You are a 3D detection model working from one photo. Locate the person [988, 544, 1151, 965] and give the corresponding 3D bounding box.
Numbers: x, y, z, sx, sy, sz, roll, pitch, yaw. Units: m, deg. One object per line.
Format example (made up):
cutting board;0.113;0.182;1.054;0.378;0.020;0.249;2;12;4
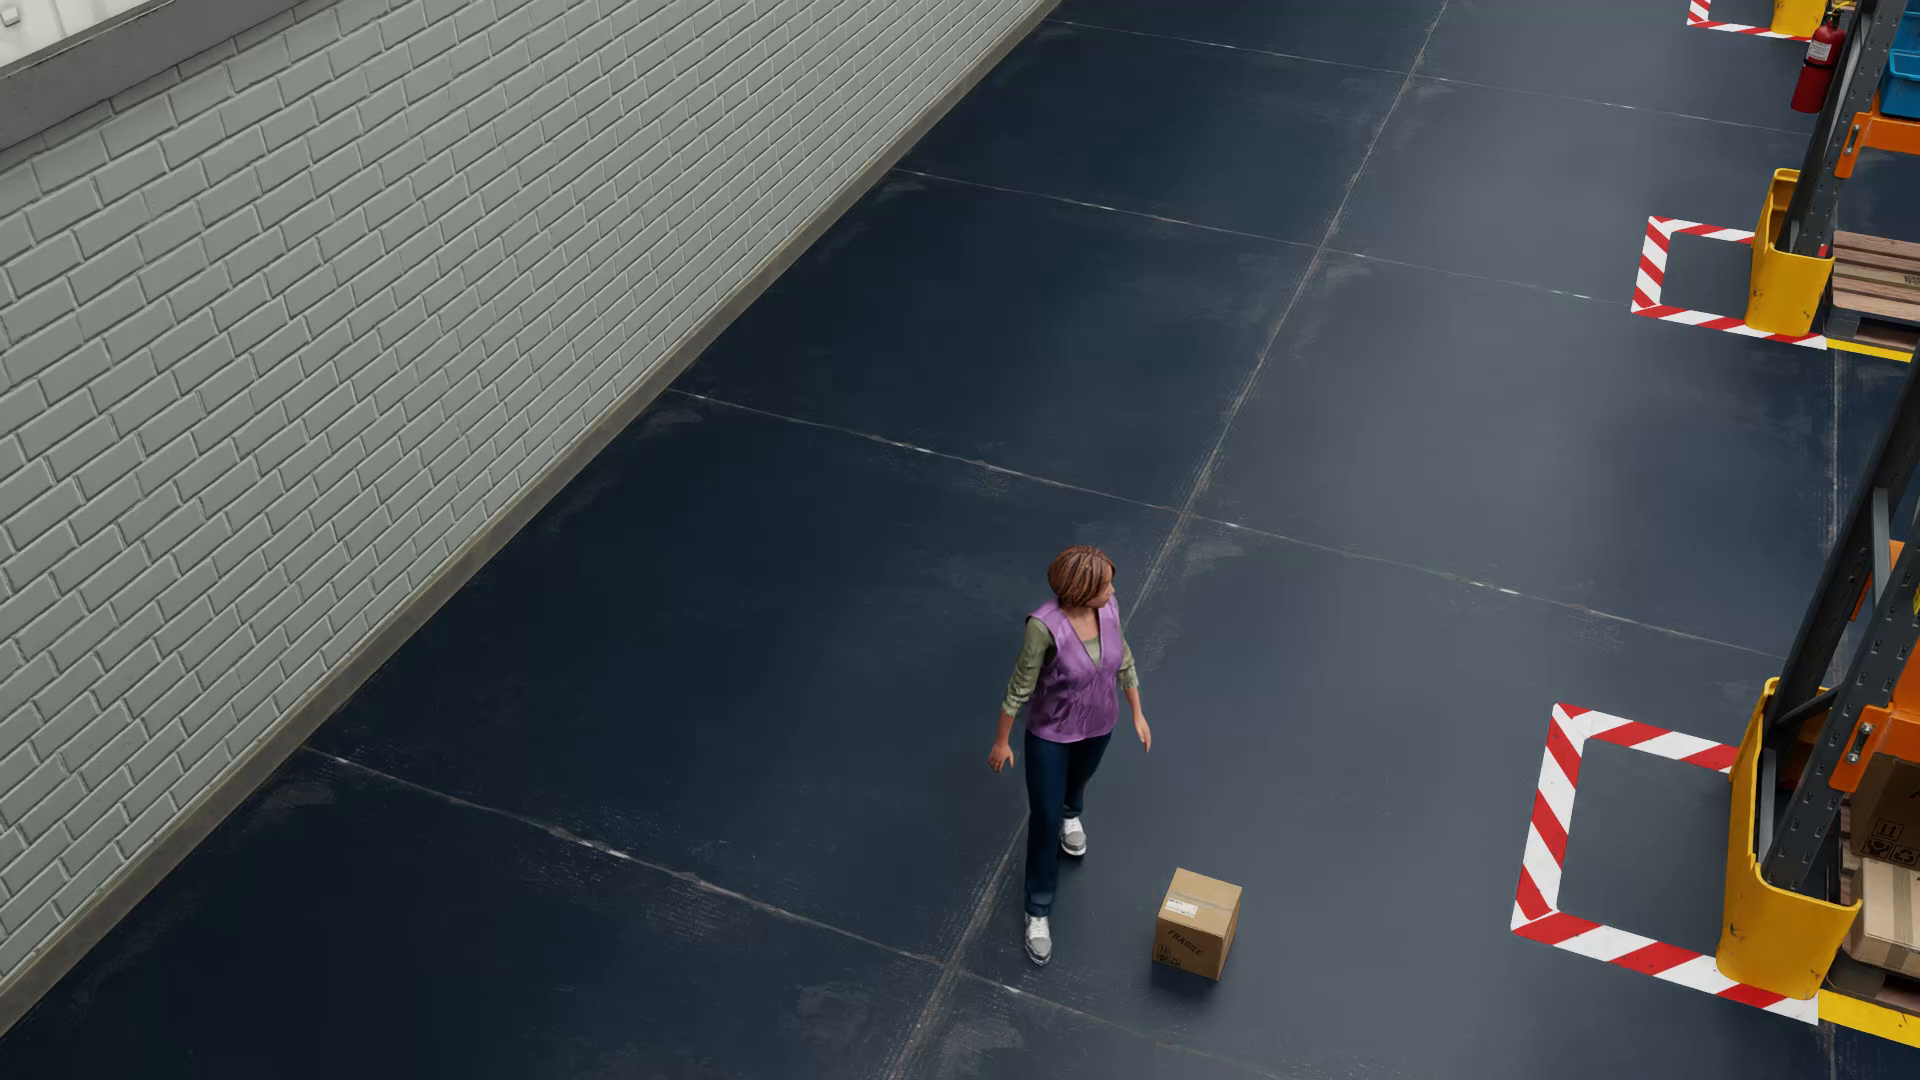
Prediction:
person;0.375;0.691;5.933;0.570;1.592;0.680;-14;40;-18
